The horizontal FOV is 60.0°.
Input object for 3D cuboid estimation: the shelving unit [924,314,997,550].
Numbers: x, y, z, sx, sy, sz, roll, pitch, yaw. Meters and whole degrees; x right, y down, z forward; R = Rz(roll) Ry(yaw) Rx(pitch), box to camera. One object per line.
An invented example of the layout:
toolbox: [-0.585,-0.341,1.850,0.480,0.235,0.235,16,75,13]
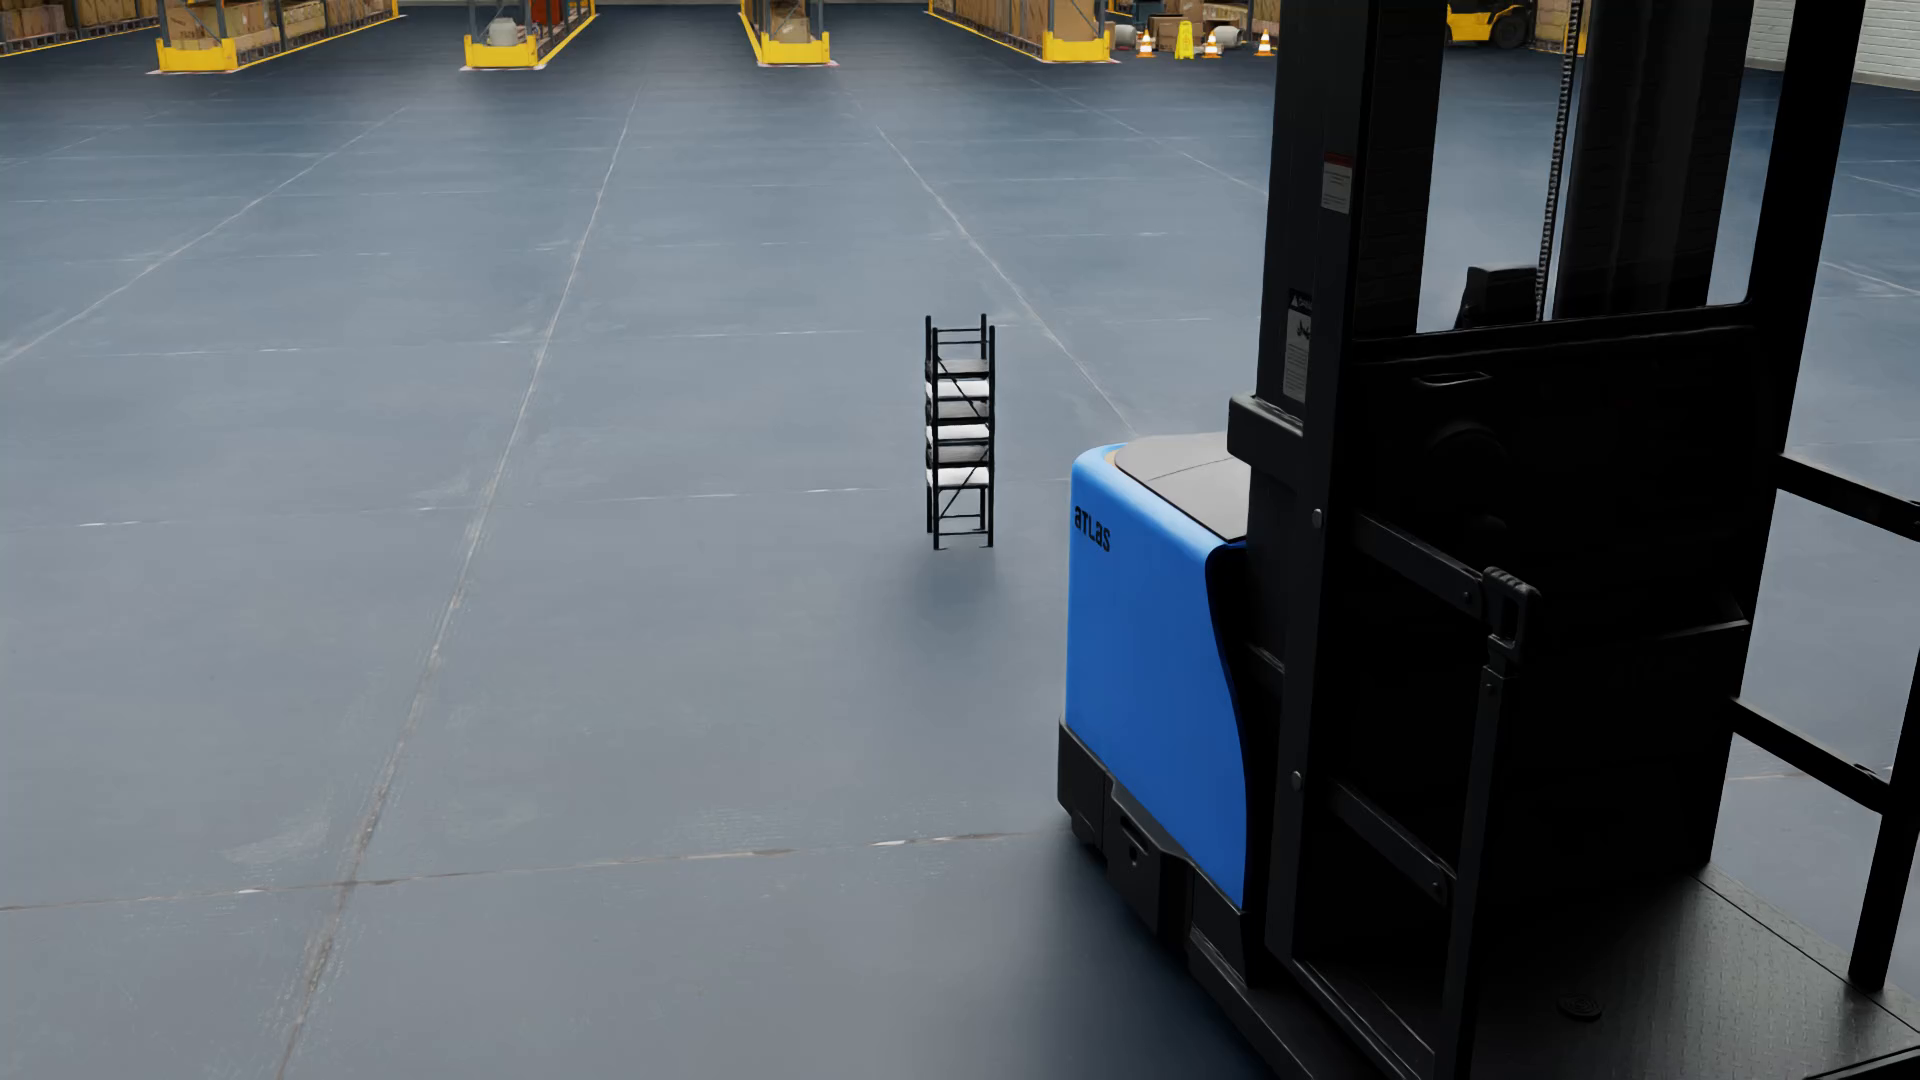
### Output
shelving unit: [-0.001,-0.424,6.566,0.258,0.900,0.210,-3,21,-8]

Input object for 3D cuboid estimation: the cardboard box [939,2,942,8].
cardboard box: [-0.318,-13.724,42.649,0.380,0.149,0.250,-4,21,-10]

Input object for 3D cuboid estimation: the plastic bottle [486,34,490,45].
plastic bottle: [-8.464,-9.005,29.911,0.097,0.201,0.097,0,20,0]

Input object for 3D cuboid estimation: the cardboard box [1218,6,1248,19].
cardboard box: [6.079,-11.268,35.752,0.950,0.372,0.625,-2,21,-6]

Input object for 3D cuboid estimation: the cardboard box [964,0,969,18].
cardboard box: [0.389,-12.334,38.424,0.500,0.500,0.500,-4,21,-10]

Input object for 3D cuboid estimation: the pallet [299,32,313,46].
pallet: [-13.568,-10.003,33.196,1.003,0.211,1.213,-3,21,-8]

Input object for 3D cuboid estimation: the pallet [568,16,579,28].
pallet: [-9.425,-12.076,38.746,1.003,0.211,1.213,-3,21,-8]

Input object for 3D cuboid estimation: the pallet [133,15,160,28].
pallet: [-19.331,-12.112,38.844,1.003,0.211,1.213,-3,21,-8]

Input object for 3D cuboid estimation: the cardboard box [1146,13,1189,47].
cardboard box: [4.041,-9.944,32.427,0.797,0.637,0.503,-3,21,-8]

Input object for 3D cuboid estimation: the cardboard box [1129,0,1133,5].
cardboard box: [4.971,-14.242,43.623,0.875,0.438,0.875,-2,21,-6]

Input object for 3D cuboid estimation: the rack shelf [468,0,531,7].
rack shelf: [-8.053,-9.852,29.835,1.077,0.370,4.000,-3,21,-8]

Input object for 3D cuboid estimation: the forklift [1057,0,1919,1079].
forklift: [1.255,-0.181,3.012,1.130,2.935,3.031,-7,22,-19]

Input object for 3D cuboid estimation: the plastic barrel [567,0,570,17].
plastic barrel: [-9.433,-12.676,38.766,0.600,0.901,0.708,-3,21,-8]

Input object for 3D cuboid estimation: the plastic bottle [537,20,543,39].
plastic bottle: [-7.964,-9.638,31.391,0.144,0.351,0.185,-3,21,-9]

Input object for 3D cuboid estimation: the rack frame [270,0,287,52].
rack frame: [-13.244,-10.633,30.897,1.000,3.000,0.127,-3,21,-8]

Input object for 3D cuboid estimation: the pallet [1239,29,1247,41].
pallet: [6.252,-10.594,34.779,1.003,0.211,1.213,-3,21,-8]

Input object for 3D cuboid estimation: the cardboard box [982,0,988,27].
cardboard box: [1.034,-11.356,35.449,1.050,0.750,0.750,-3,21,-7]

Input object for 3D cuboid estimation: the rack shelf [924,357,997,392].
rack shelf: [-0.001,-0.646,6.483,0.258,0.077,0.200,-3,21,-8]

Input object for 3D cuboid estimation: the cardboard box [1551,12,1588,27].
cardboard box: [11.474,-9.793,31.265,0.500,0.250,0.500,-3,21,-8]

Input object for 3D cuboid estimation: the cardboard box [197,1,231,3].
cardboard box: [-13.343,-9.370,29.775,0.500,0.500,0.500,-3,21,-8]

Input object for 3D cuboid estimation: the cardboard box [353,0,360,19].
cardboard box: [-13.979,-12.110,37.796,0.500,0.500,0.500,-3,21,-8]

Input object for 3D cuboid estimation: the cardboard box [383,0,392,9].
cardboard box: [-14.652,-13.647,41.911,0.500,0.500,0.500,-3,21,-8]

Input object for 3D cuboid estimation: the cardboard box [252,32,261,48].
cardboard box: [-12.739,-8.873,29.515,0.500,0.250,0.500,-3,21,-8]

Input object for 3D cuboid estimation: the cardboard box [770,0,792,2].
cardboard box: [-3.804,-11.489,35.061,0.500,0.250,0.500,-1,20,-2]

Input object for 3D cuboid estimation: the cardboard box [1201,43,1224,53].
cardboard box: [4.755,-9.262,31.302,0.380,0.149,0.250,8,22,20]

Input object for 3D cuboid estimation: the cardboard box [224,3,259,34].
cardboard box: [-12.738,-9.224,29.384,0.500,0.500,0.500,-3,21,-8]

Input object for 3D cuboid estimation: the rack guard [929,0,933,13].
rack guard: [-0.237,-14.304,44.299,1.175,0.500,0.348,-3,21,-8]

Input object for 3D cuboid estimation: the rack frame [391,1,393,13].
rack frame: [-14.974,-14.788,42.022,1.000,3.000,0.127,-3,21,-8]

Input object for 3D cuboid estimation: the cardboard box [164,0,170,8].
cardboard box: [-19.530,-12.977,40.148,0.700,0.500,0.500,-4,21,-10]

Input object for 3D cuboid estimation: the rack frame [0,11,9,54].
rack frame: [-18.145,-10.382,30.225,1.000,3.000,0.127,-3,21,-8]

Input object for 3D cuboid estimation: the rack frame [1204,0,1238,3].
rack frame: [5.789,-13.016,37.278,1.000,3.000,0.127,-3,21,-8]

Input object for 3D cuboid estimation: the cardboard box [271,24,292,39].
cardboard box: [-13.057,-9.694,31.712,0.500,0.250,0.500,-3,21,-9]

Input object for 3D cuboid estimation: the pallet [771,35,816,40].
pallet: [-3.309,-9.594,32.102,1.003,0.211,1.213,-3,21,-8]

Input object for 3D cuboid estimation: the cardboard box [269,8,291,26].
cardboard box: [-13.057,-9.960,31.624,0.500,0.311,0.500,-3,21,-8]

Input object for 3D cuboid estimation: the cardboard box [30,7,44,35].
cardboard box: [-18.508,-10.200,32.683,0.700,0.500,0.500,-3,21,-8]

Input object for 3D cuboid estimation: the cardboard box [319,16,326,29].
cardboard box: [-13.503,-10.756,34.558,0.500,0.250,0.500,-2,21,-6]

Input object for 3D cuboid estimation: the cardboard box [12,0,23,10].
cardboard box: [-18.413,-10.354,32.024,0.500,0.250,0.500,-4,21,-9]

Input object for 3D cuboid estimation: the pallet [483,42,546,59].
pallet: [-8.107,-8.917,30.289,1.003,0.211,1.213,-3,21,-8]

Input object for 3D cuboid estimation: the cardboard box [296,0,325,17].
cardboard box: [-13.501,-11.020,34.463,0.500,0.311,0.500,-2,21,-6]

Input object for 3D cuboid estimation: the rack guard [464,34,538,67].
rack guard: [-7.823,-8.349,28.356,1.175,0.500,0.348,-3,21,-8]

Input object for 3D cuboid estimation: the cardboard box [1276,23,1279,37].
cardboard box: [6.412,-9.782,31.948,0.500,0.250,0.500,-4,21,-10]

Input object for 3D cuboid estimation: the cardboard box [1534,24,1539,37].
cardboard box: [11.348,-9.899,32.263,0.500,0.250,0.500,-3,21,-7]

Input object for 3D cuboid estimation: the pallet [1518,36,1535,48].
pallet: [11.530,-9.876,32.855,1.003,0.211,1.213,-3,21,-8]

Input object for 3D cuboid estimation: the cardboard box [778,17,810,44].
cardboard box: [-2.937,-8.989,29.469,0.500,0.500,0.500,1,20,2]

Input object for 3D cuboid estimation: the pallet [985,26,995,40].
pallet: [1.117,-10.727,35.134,1.003,0.211,1.213,-3,21,-8]

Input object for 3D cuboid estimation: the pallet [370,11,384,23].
pallet: [-14.674,-12.757,40.572,1.003,0.211,1.213,-3,21,-8]

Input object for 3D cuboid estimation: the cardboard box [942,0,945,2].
cardboard box: [-0.258,-13.948,42.823,0.380,0.149,0.250,-4,21,-10]

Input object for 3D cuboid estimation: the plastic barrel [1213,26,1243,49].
plastic barrel: [5.147,-9.678,32.023,0.512,0.421,0.421,12,24,30]

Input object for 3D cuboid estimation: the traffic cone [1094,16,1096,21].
traffic cone: [2.783,-10.698,34.699,0.336,0.463,0.334,-3,21,-8]

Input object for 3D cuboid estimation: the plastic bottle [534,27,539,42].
plastic bottle: [-7.811,-9.291,30.576,0.097,0.271,0.097,0,20,0]

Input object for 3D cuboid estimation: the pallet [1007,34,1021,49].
pallet: [1.514,-9.773,32.580,1.003,0.211,1.213,-3,21,-8]
